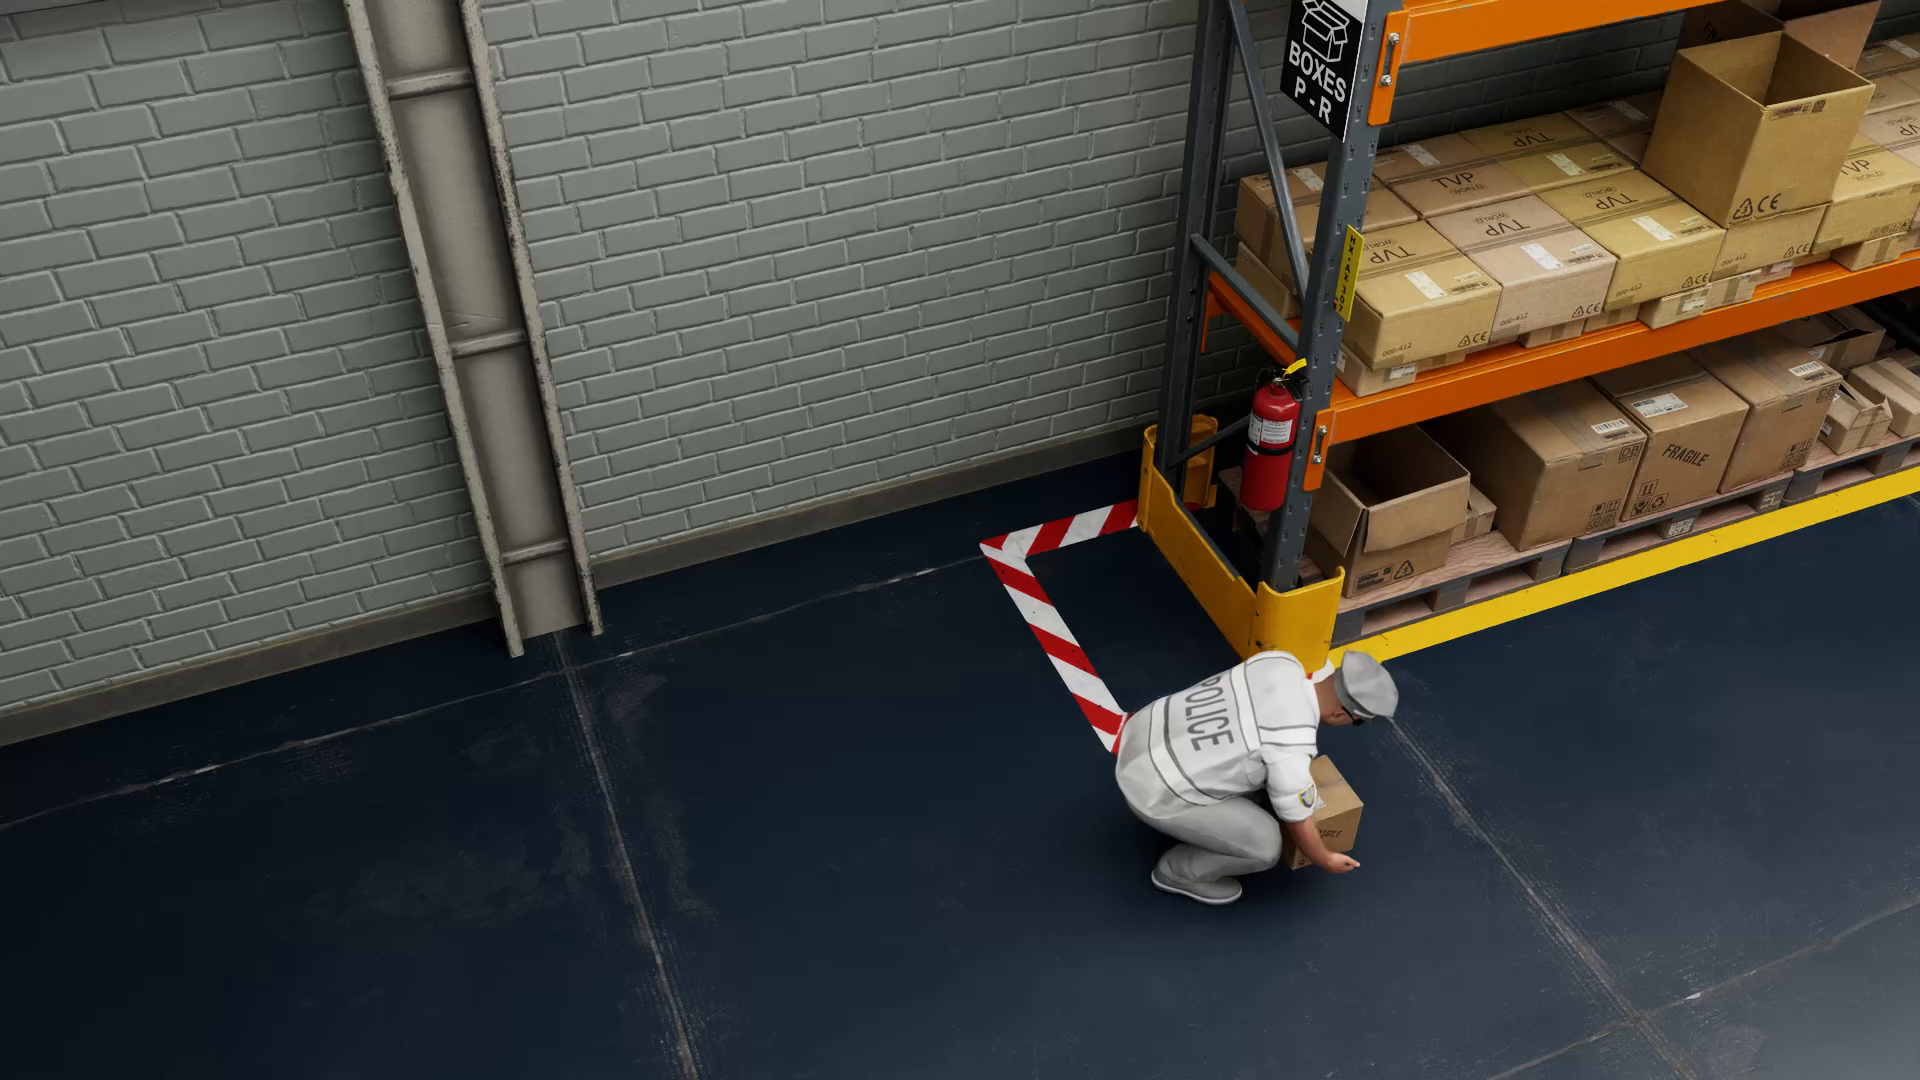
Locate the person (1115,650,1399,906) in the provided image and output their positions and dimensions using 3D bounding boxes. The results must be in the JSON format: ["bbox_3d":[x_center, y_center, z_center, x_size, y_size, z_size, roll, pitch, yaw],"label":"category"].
[{"bbox_3d":[1.008,0.787,5.819,0.904,1.025,0.576,7,42,8],"label":"person"}]
